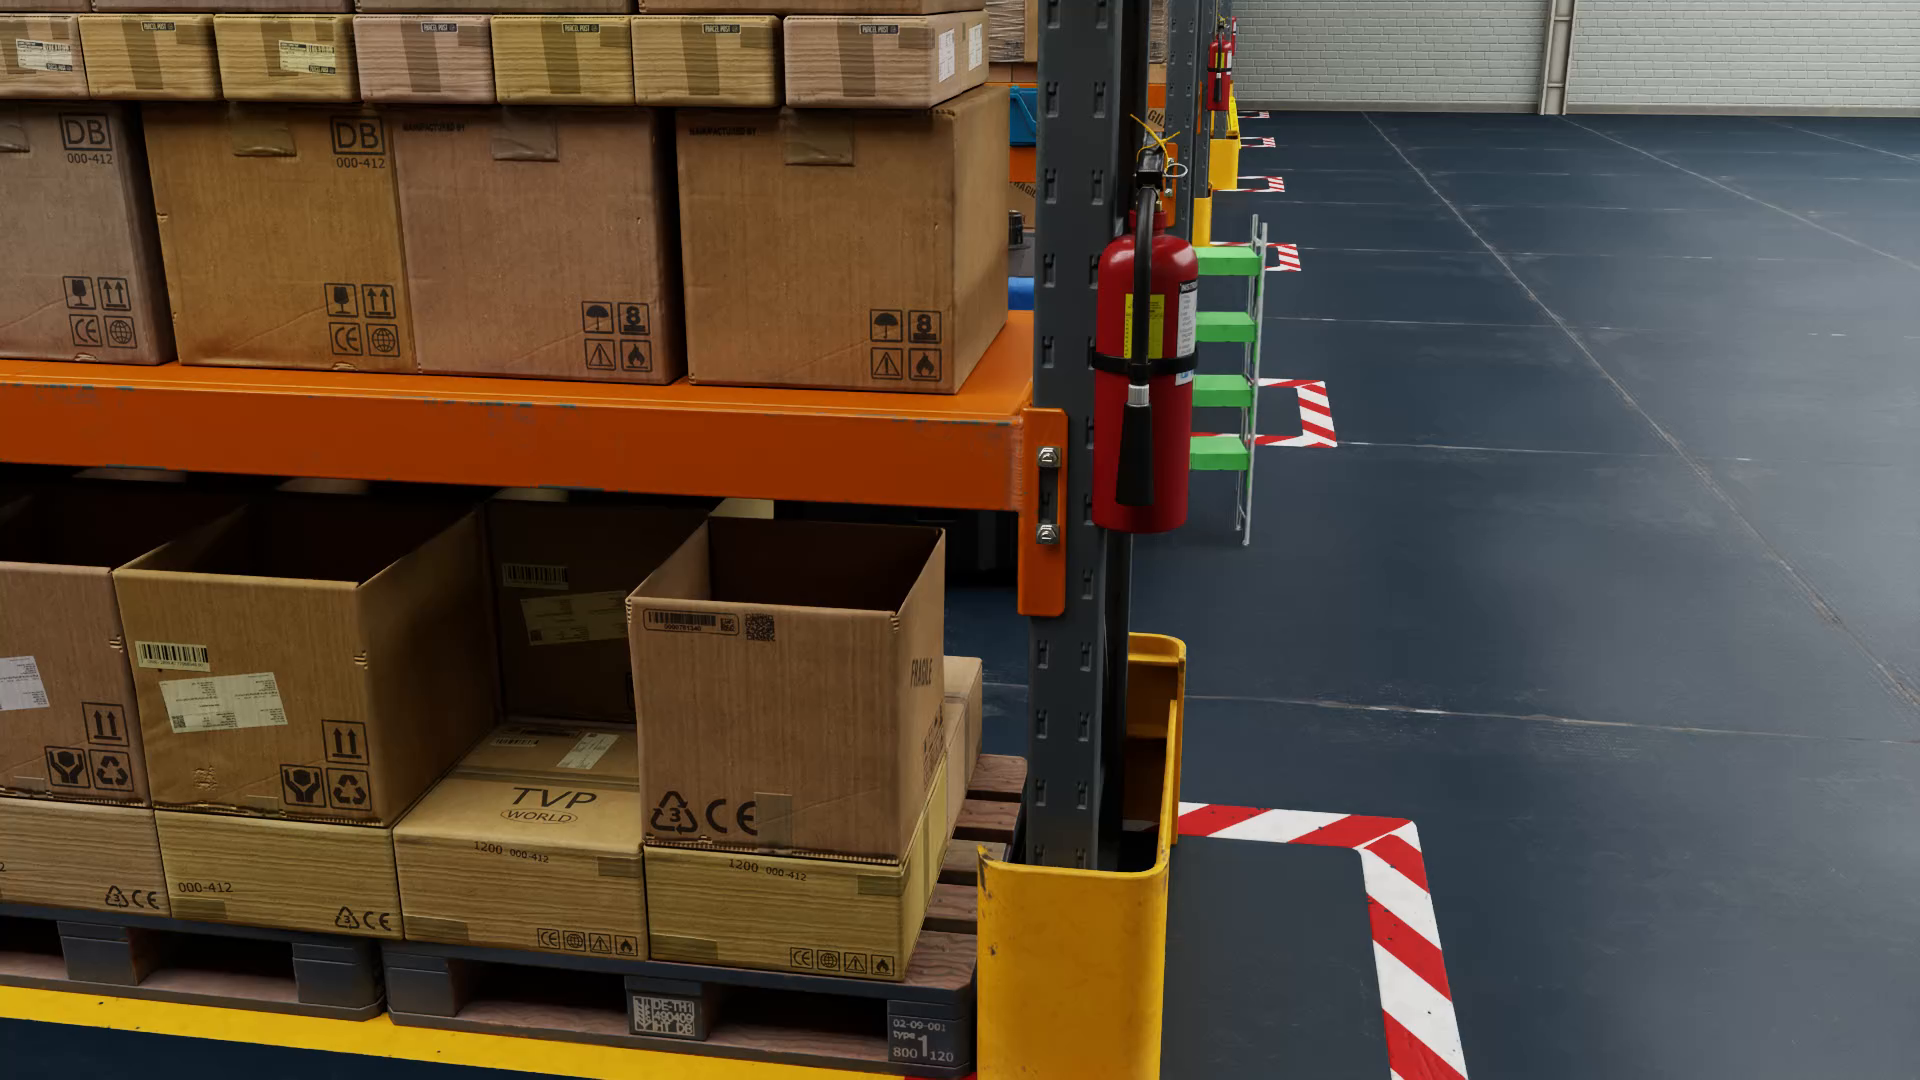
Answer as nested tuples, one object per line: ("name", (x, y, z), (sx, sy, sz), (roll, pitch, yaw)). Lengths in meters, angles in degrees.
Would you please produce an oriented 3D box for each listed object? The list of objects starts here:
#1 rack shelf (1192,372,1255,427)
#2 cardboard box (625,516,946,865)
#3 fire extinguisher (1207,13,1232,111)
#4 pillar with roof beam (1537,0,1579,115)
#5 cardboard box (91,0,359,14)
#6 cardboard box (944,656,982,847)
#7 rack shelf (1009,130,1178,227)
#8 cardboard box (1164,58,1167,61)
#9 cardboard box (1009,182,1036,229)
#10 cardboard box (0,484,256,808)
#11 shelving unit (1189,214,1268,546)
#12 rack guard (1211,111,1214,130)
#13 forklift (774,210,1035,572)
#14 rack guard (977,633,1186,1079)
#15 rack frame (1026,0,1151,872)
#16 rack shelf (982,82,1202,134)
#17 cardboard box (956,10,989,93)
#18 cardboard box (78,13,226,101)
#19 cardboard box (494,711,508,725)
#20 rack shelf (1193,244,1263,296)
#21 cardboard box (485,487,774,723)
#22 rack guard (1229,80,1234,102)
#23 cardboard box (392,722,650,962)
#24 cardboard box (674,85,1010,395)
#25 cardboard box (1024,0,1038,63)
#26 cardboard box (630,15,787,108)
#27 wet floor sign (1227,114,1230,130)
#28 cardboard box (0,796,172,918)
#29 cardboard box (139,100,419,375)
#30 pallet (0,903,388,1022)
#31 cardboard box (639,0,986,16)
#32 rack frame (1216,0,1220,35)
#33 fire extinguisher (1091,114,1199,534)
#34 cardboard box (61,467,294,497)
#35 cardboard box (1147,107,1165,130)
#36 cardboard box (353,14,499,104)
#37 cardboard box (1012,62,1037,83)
("rack shelf", (0.833, -0.524, 6.180), (0.480, 0.148, 0.258), (0, 18, 1))
("cardboard box", (-0.315, 0.274, 3.248), (0.500, 0.500, 0.500), (3, 19, 9))
("fire extinguisher", (1.877, -3.458, 12.033), (0.183, 0.674, 0.296), (3, 19, 9))
("pillar with roof beam", (8.889, -9.817, 21.460), (0.400, 9.000, 9.100), (3, 19, 9))
("cardboard box", (-1.267, -1.284, 3.212), (0.500, 0.500, 0.700), (3, 19, 9))
("cardboard box", (-0.232, 0.466, 3.853), (0.500, 0.250, 0.500), (3, 19, 9))
("rack shelf", (-0.923, -1.853, 8.247), (4.000, 0.370, 1.077), (3, 19, 9))
("cardboard box", (1.593, -3.615, 12.776), (0.250, 0.149, 0.380), (3, 19, 9))
("cardboard box", (0.627, -2.715, 12.967), (0.500, 0.500, 0.500), (8, 20, 23))
("cardboard box", (-1.798, 0.202, 3.461), (0.500, 0.500, 0.500), (3, 19, 9))
("shelving unit", (0.833, -0.585, 6.160), (0.503, 1.200, 0.258), (0, 18, 1))
("rack guard", (3.334, -5.568, 22.157), (0.348, 0.500, 1.175), (3, 19, 9))
("forklift", (-0.948, -1.394, 5.851), (3.031, 2.935, 1.130), (0, 19, 1))
("rack guard", (0.286, 0.645, 3.588), (0.348, 0.500, 1.175), (3, 19, 9))
("rack frame", (0.262, -0.542, 3.195), (0.127, 3.000, 1.000), (3, 19, 9))
("rack shelf", (-0.138, -3.405, 12.885), (4.000, 0.370, 1.077), (3, 19, 9))
("cardboard box", (-0.091, -0.984, 3.337), (0.250, 0.149, 0.380), (3, 19, 8))
("cardboard box", (-1.424, -0.921, 3.149), (0.250, 0.149, 0.380), (3, 19, 10))
("cardboard box", (-1.220, 0.417, 4.001), (0.500, 0.250, 0.500), (3, 19, 9))
("rack shelf", (0.833, -0.979, 6.028), (0.480, 0.148, 0.258), (0, 18, 1))
("cardboard box", (-0.726, 0.086, 3.808), (0.500, 0.500, 0.500), (3, 19, 9))
("rack guard", (4.216, -7.118, 26.790), (0.348, 0.500, 1.175), (3, 19, 9))
("cardboard box", (-0.810, 0.607, 3.432), (0.500, 0.250, 0.500), (3, 19, 9))
("cardboard box", (-0.197, -0.617, 3.261), (0.500, 0.500, 0.700), (3, 19, 9))
("cardboard box", (0.786, -3.857, 12.478), (0.500, 0.500, 0.875), (3, 19, 9))
("cardboard box", (-0.404, -0.869, 2.993), (0.250, 0.149, 0.380), (3, 19, 10))
("wet floor sign", (3.066, -4.696, 19.322), (0.232, 0.644, 0.267), (0, 19, -1))
("cardboard box", (-1.797, 0.557, 3.583), (0.500, 0.250, 0.500), (3, 19, 9))
("cardboard box", (-1.206, -0.668, 3.416), (0.500, 0.500, 0.700), (3, 19, 9))
("pallet", (-1.701, 0.693, 3.899), (1.213, 0.211, 1.003), (3, 19, 9))
("cardboard box", (-0.249, -1.235, 3.063), (0.500, 0.500, 0.700), (3, 19, 9))
("rack frame", (3.409, -6.750, 21.749), (0.127, 3.000, 1.000), (3, 19, 9))
("fire extinguisher", (0.305, -0.354, 2.754), (0.183, 0.674, 0.296), (3, 19, 9))
("cardboard box", (-1.713, 0.034, 3.963), (0.500, 0.500, 0.500), (3, 19, 9))
("cardboard box", (2.043, -4.399, 17.409), (0.875, 0.875, 0.875), (3, 19, 9))
("cardboard box", (-0.905, -0.895, 3.071), (0.250, 0.149, 0.380), (3, 19, 9))
("cardboard box", (0.536, -3.528, 12.515), (0.250, 0.149, 0.380), (3, 19, 9))
